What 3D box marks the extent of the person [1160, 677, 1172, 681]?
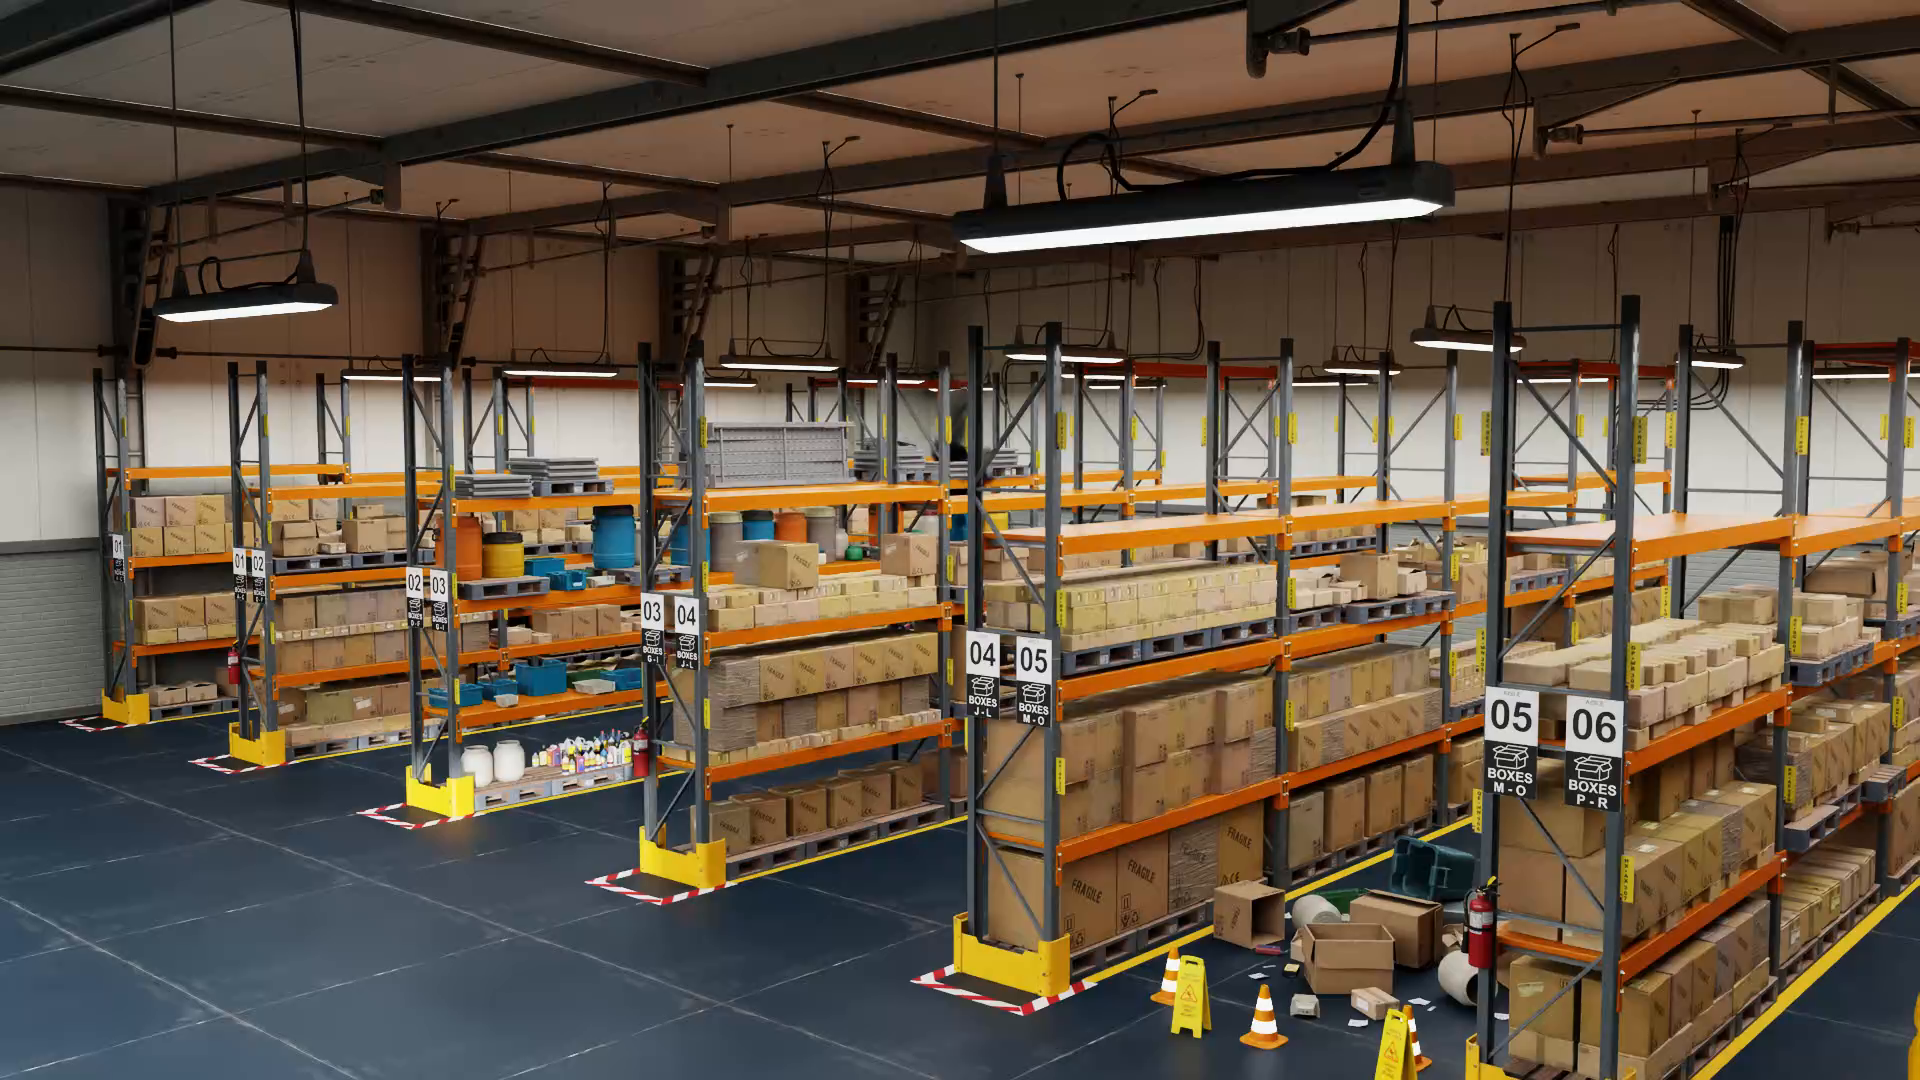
[{"bbox_3d":[2.812,2.602,22.692,0.709,1.792,1.046,3,5,39],"label":"person"}]
